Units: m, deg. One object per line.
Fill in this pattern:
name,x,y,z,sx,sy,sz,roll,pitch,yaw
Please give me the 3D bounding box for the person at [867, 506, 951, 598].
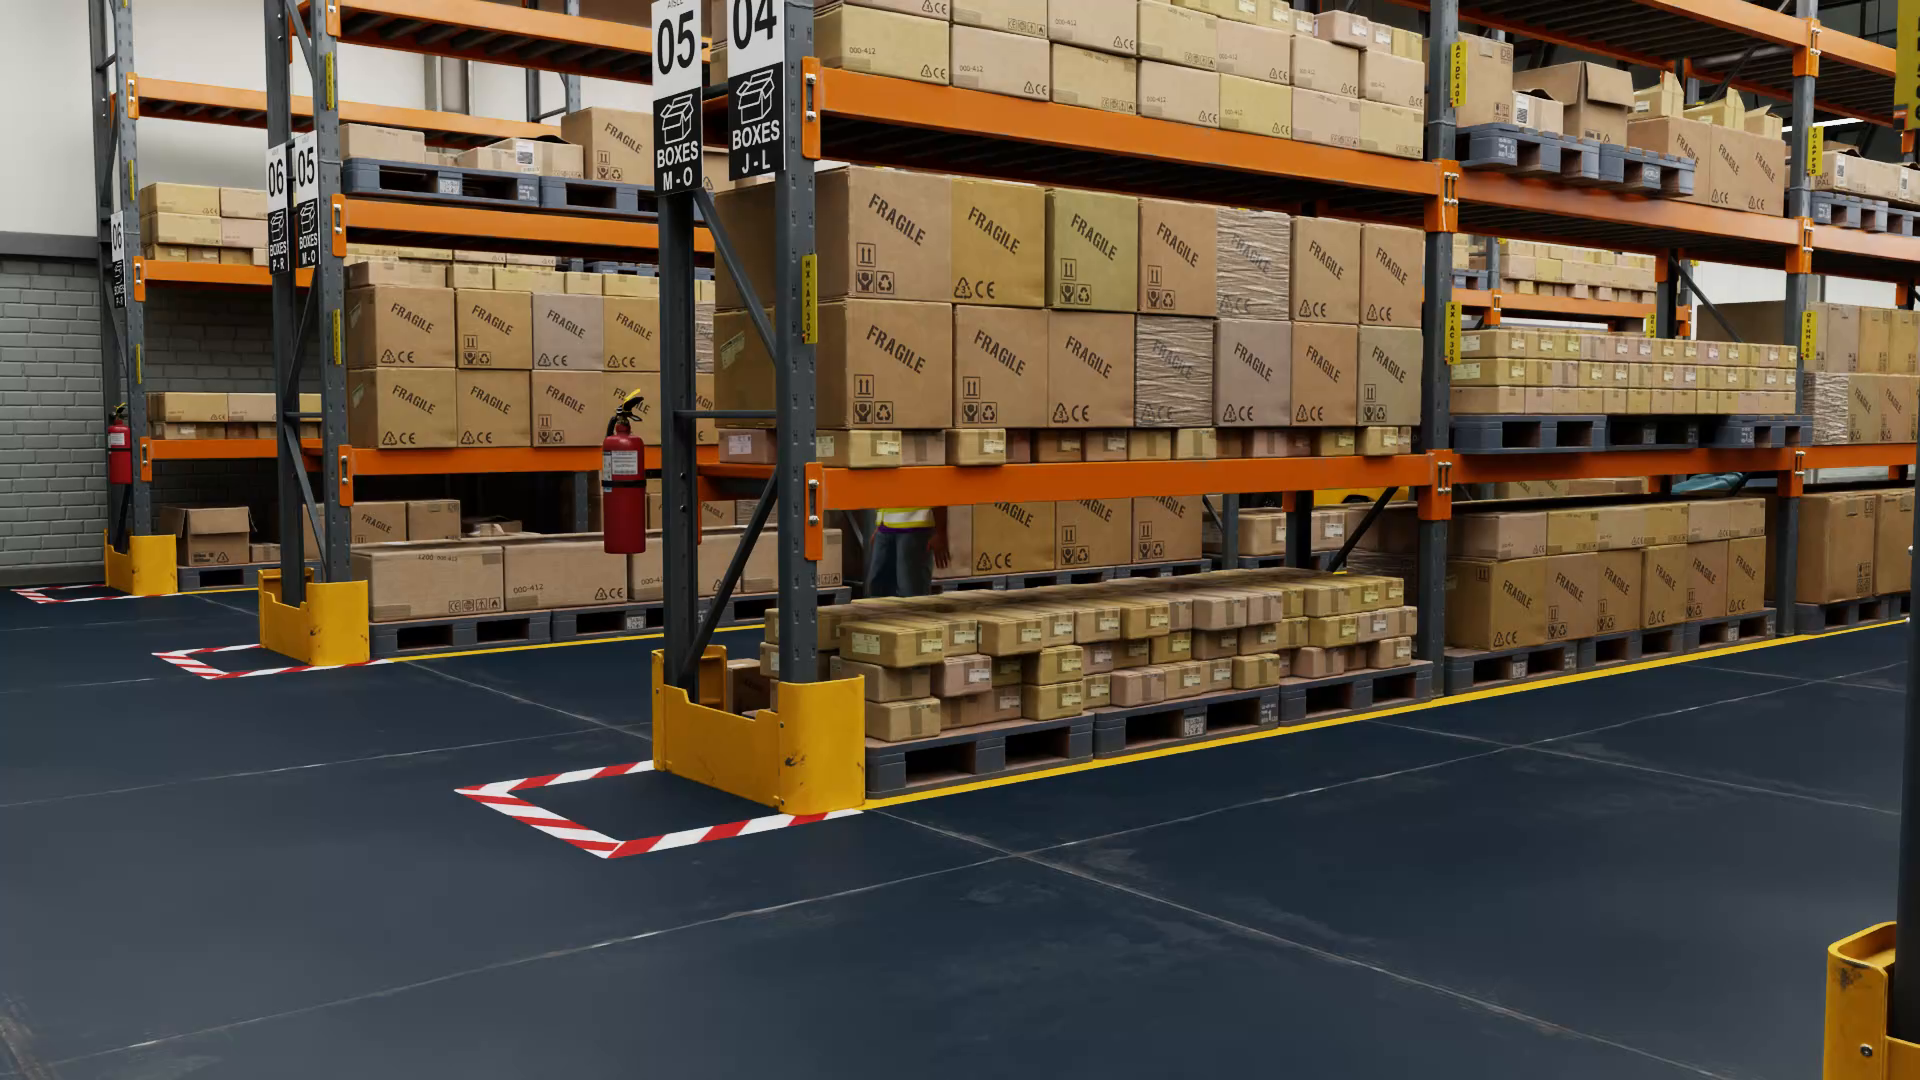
person,-0.257,-0.066,9.072,0.524,1.758,0.733,-2,5,-26
